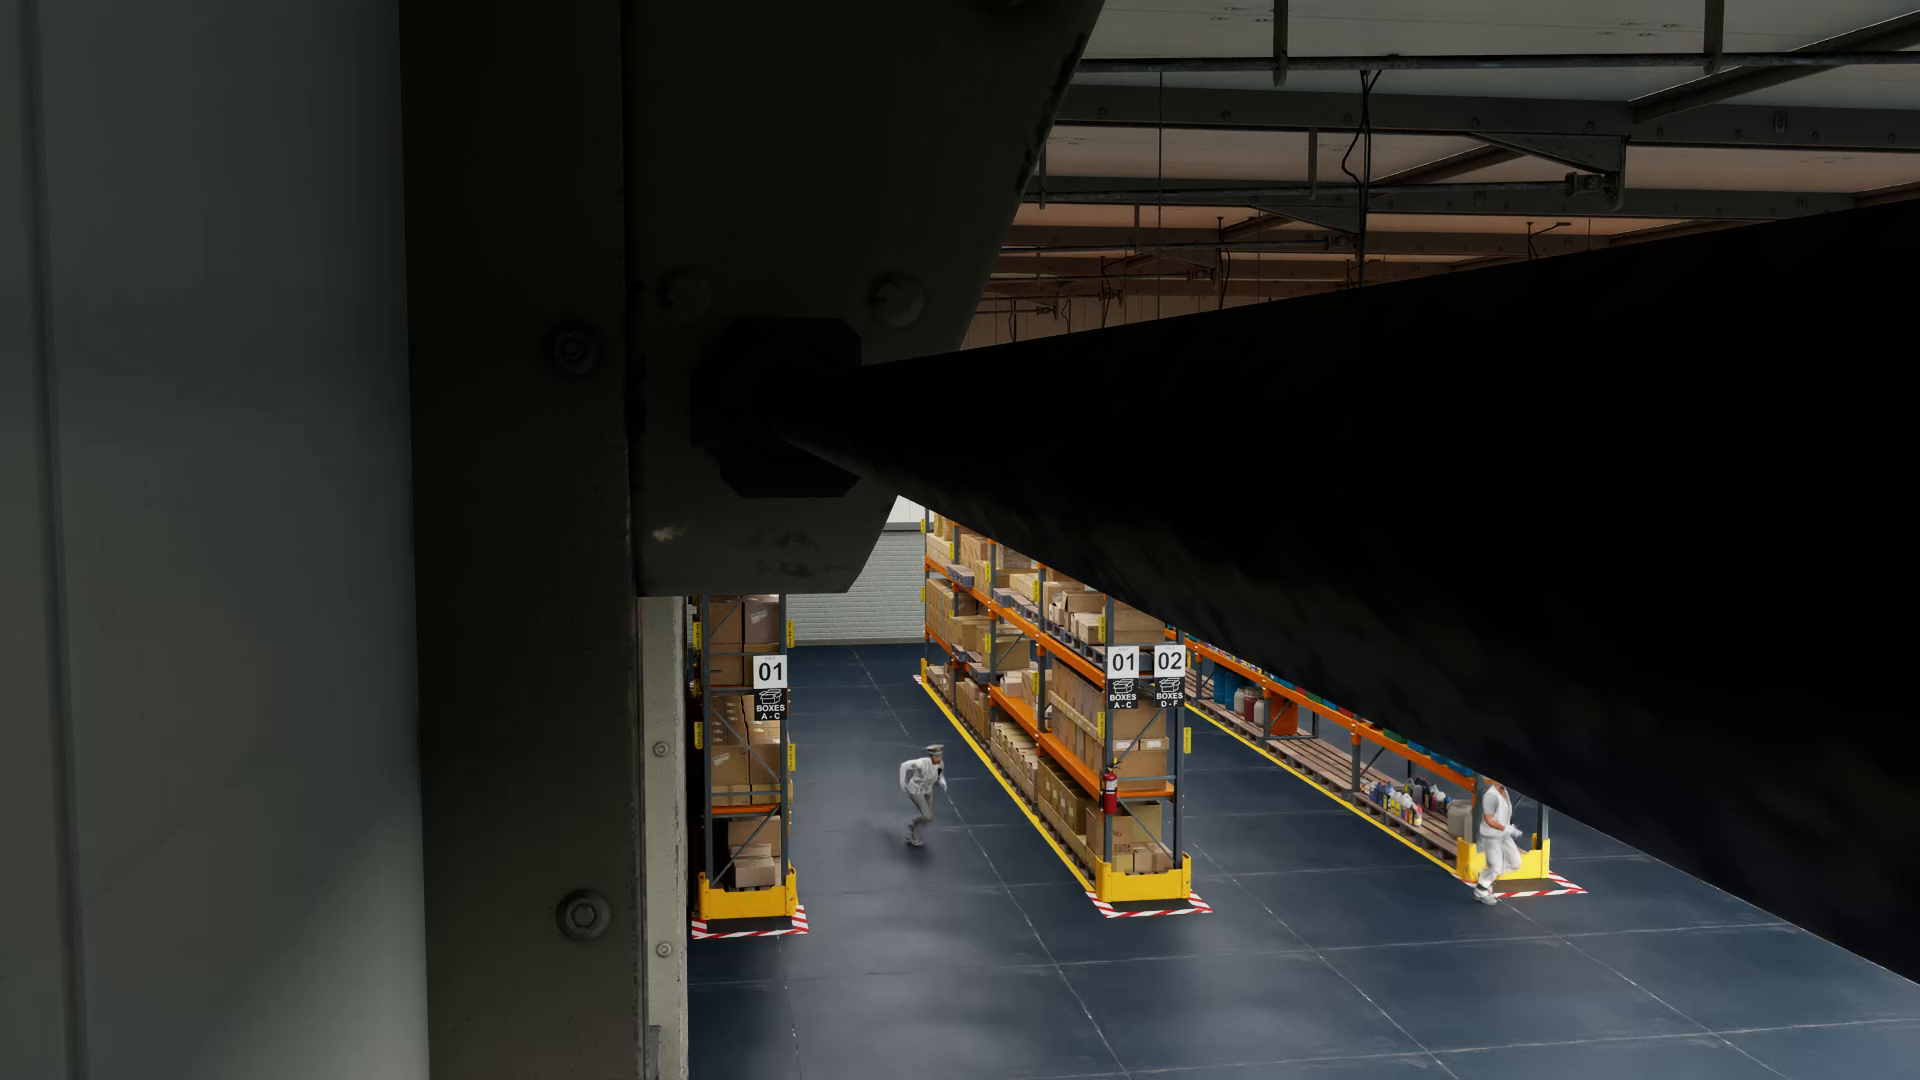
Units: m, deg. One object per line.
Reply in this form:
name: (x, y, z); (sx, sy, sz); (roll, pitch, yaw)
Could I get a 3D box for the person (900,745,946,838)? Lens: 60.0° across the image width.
person: (-0.531, 3.516, 23.094); (0.645, 1.418, 0.749); (-4, 7, -40)

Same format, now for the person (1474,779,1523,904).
person: (6.142, 3.131, 26.452); (9.327, 1.735, 8.811); (4, 7, 41)
